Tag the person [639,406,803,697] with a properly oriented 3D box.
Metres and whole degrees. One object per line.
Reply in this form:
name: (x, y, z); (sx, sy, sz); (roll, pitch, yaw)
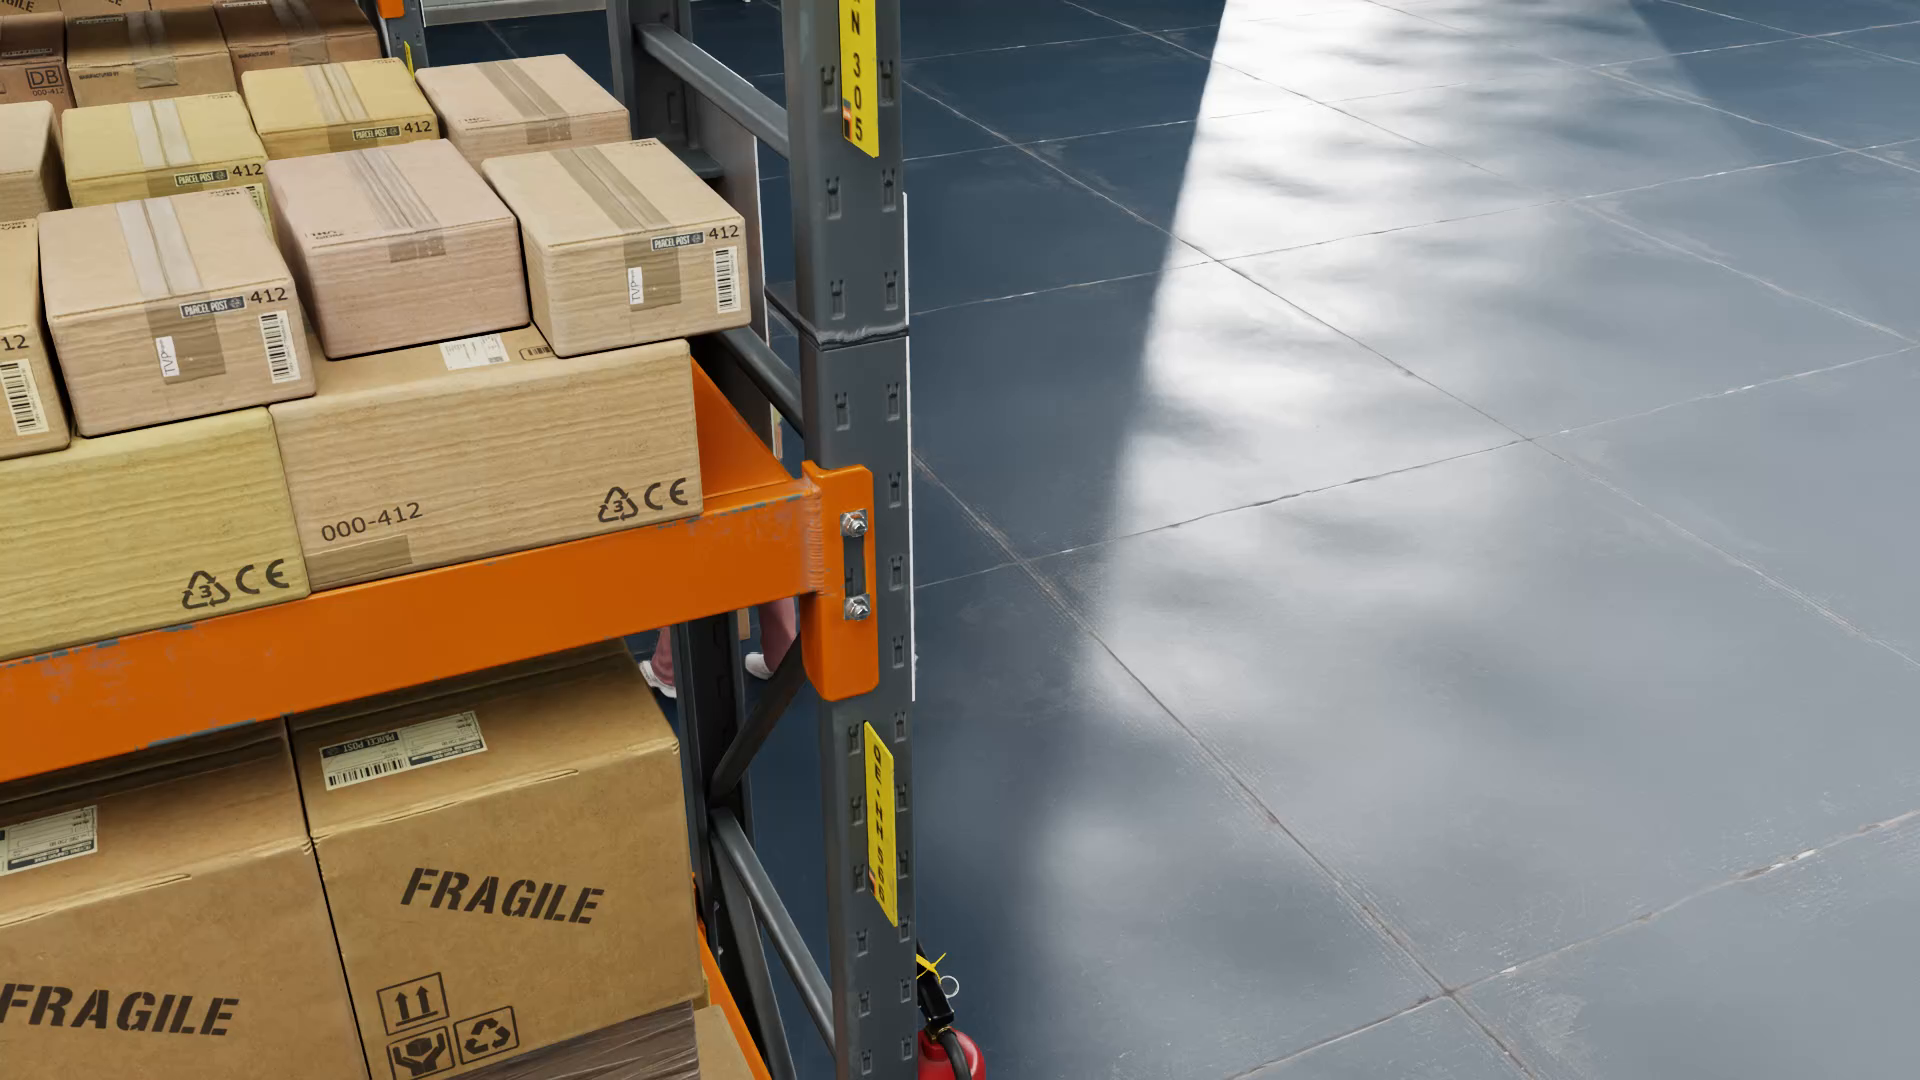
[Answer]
person: (-0.961, -0.154, 6.380); (0.551, 1.671, 0.561); (-24, 37, -36)
